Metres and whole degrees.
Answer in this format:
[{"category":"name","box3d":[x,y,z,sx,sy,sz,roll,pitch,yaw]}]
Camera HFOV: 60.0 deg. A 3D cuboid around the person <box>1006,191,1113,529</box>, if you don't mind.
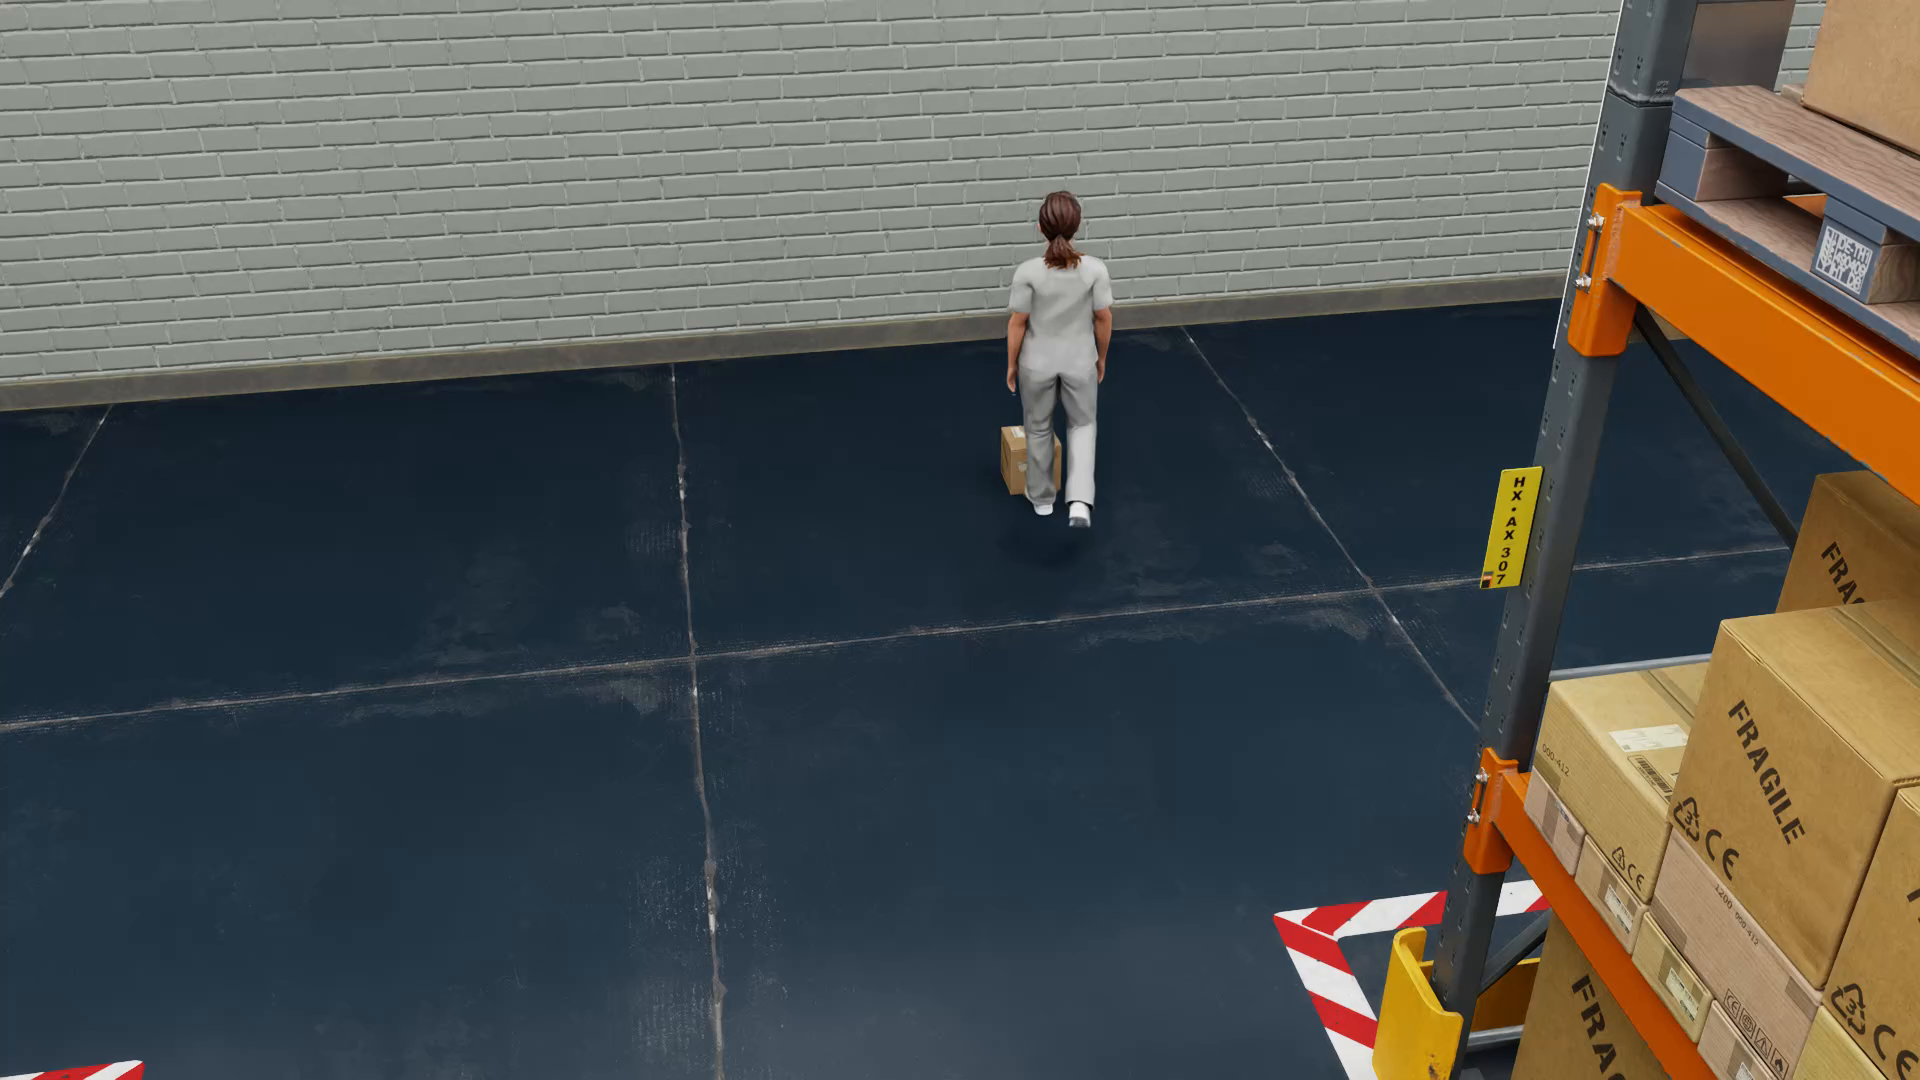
[{"category":"person","box3d":[0.435,-0.785,7.448,0.462,1.651,0.743,-1,31,-2]}]
